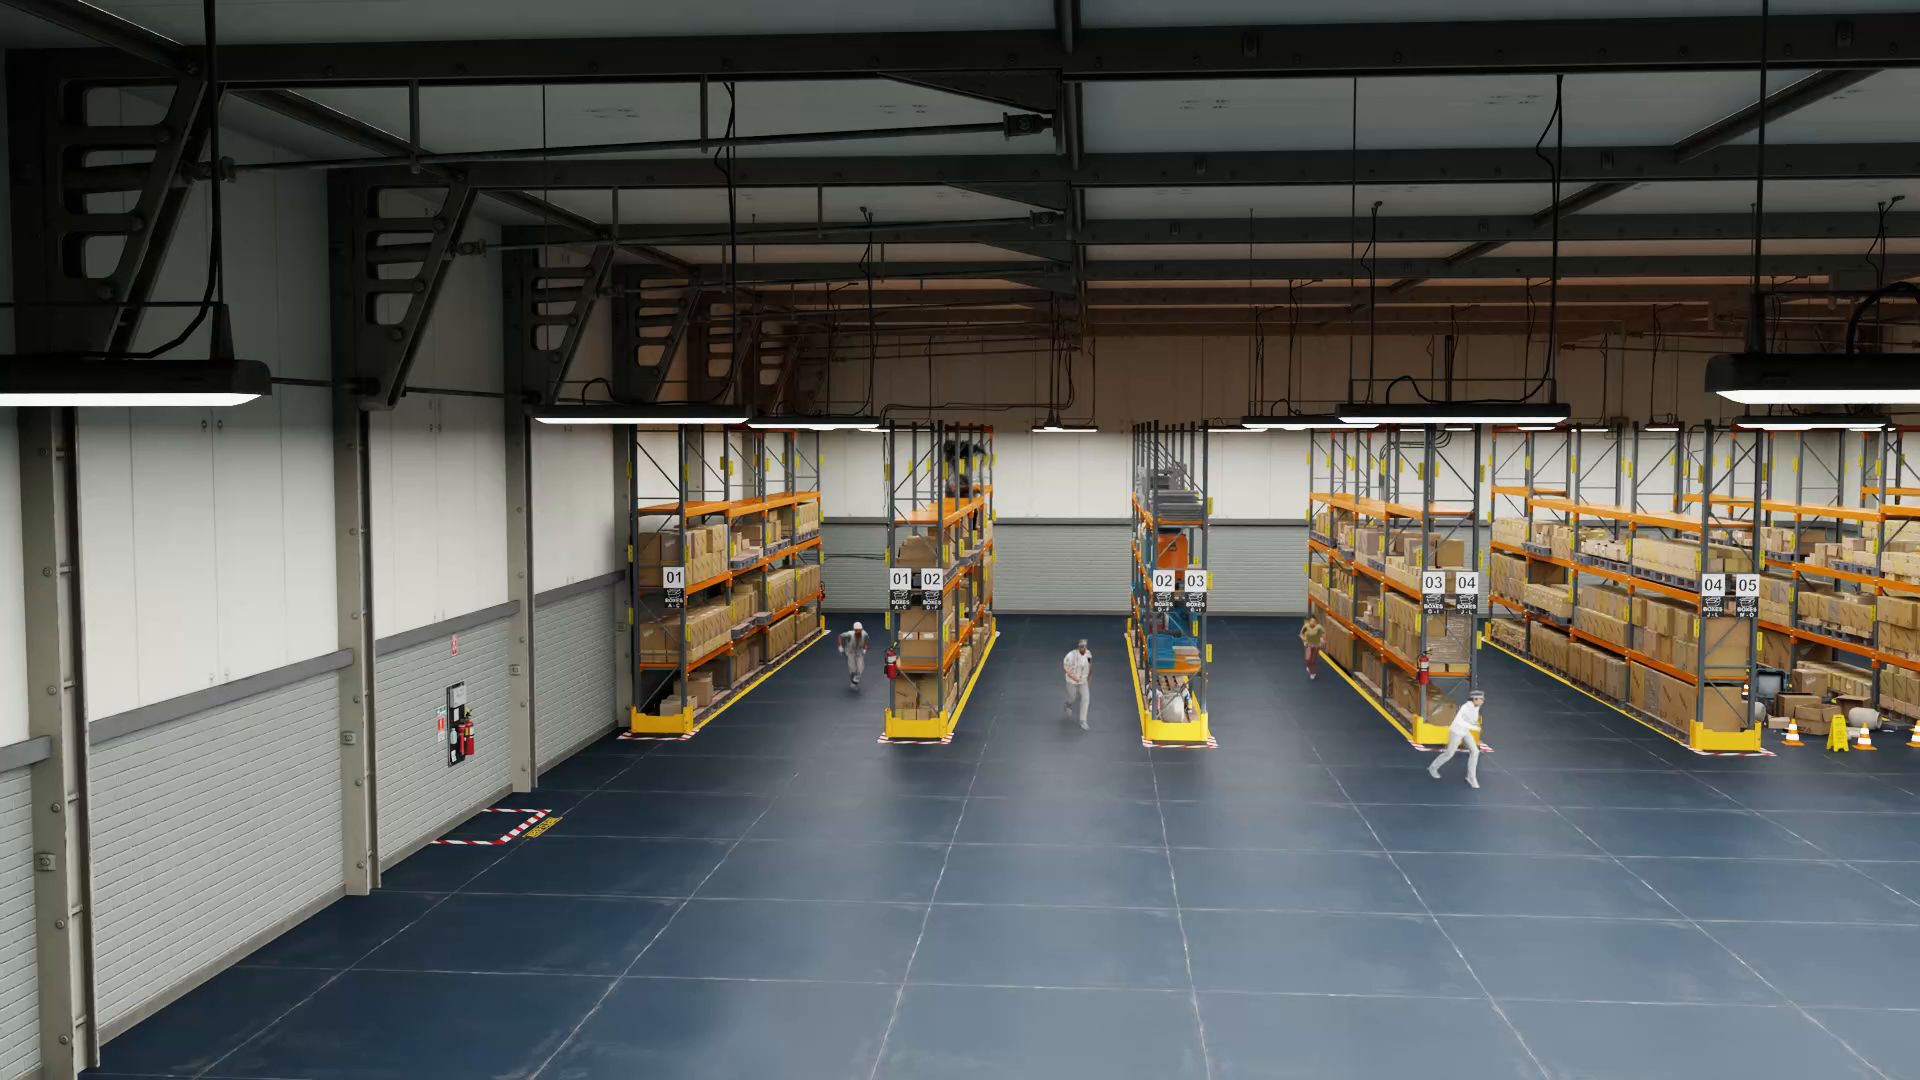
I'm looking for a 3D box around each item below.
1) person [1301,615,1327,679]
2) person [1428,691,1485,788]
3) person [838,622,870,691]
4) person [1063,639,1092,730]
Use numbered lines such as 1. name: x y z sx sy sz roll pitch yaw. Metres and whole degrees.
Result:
1. person: 8.327 2.501 39.173 0.598 1.525 0.817 1 4 14
2. person: 8.145 3.234 27.259 0.961 1.624 0.658 3 5 43
3. person: -2.356 2.595 36.968 0.693 1.588 0.833 -1 4 -15
4. person: 2.302 2.797 32.761 0.662 1.777 1.076 -1 4 -17
